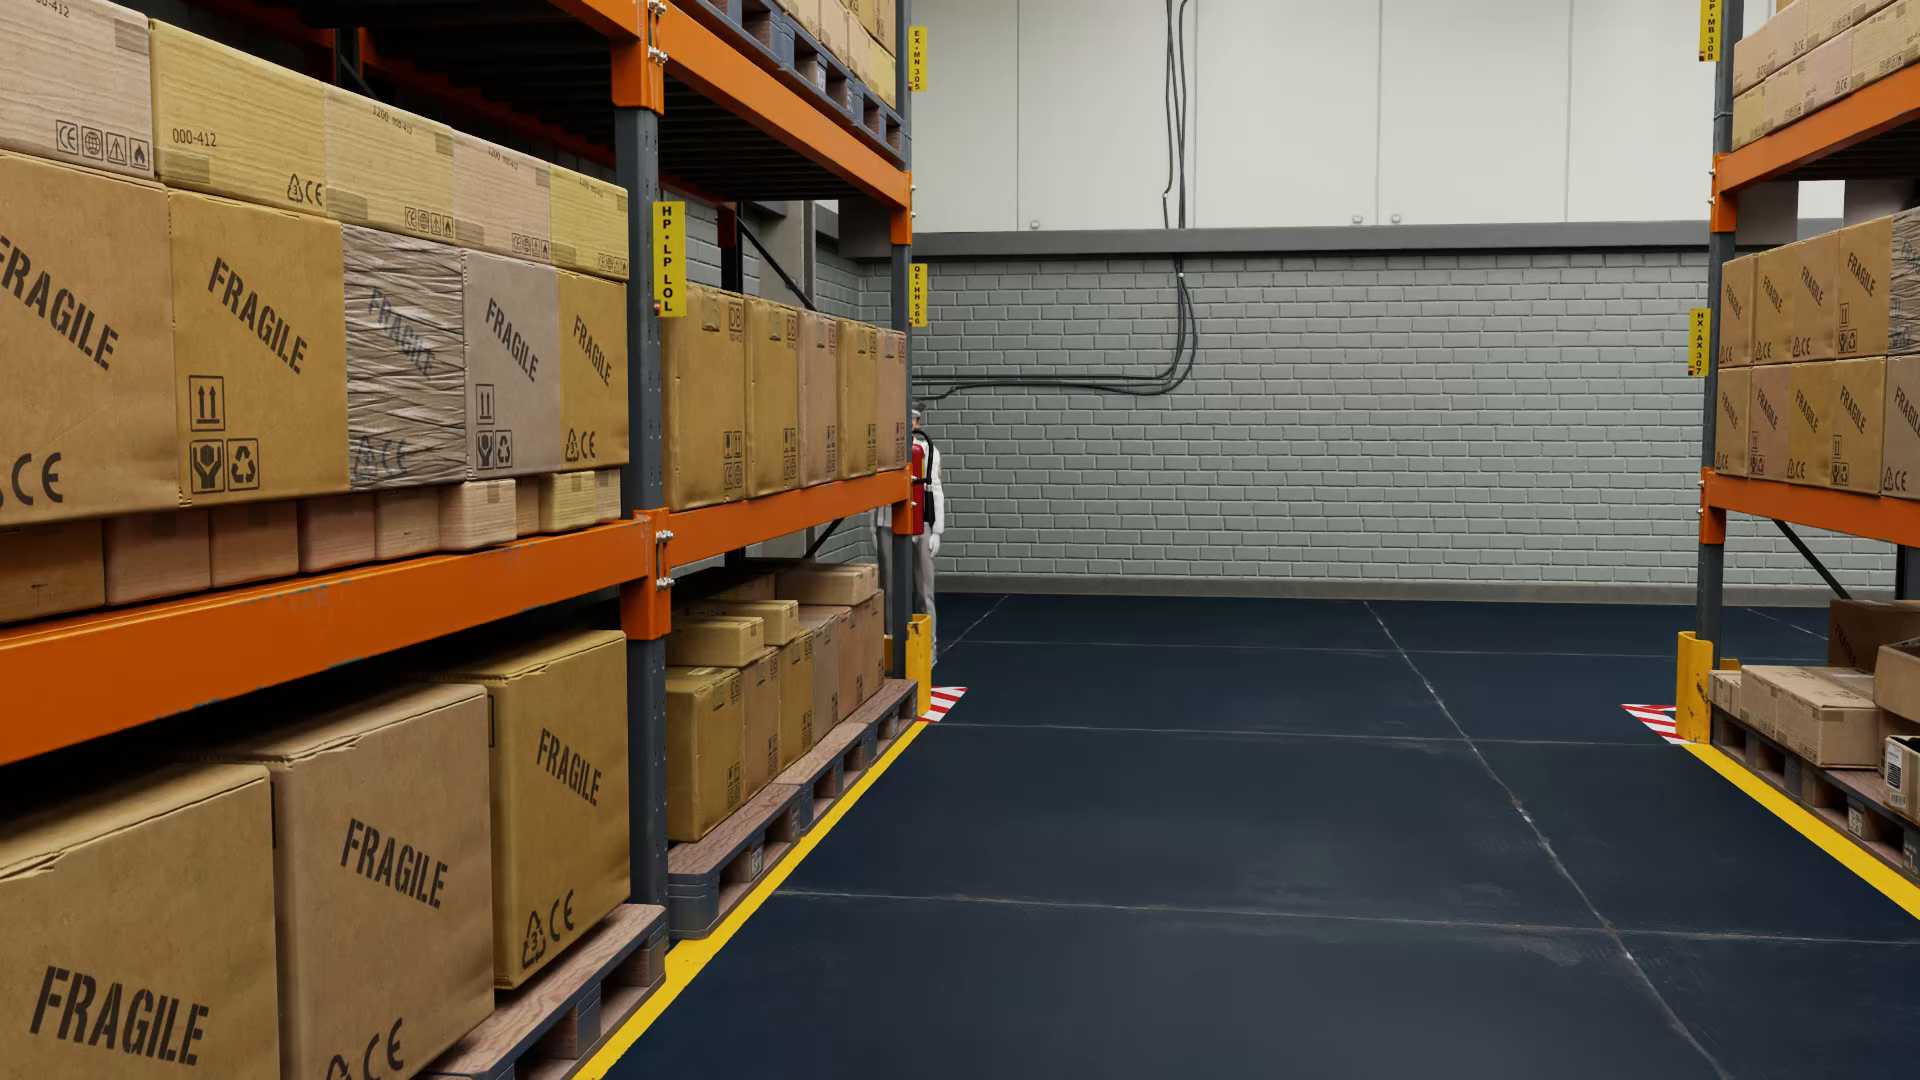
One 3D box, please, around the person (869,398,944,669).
[{"bbox_3d":[-0.337,-0.042,10.319,0.472,1.685,0.335,1,5,9],"label":"person"}]
